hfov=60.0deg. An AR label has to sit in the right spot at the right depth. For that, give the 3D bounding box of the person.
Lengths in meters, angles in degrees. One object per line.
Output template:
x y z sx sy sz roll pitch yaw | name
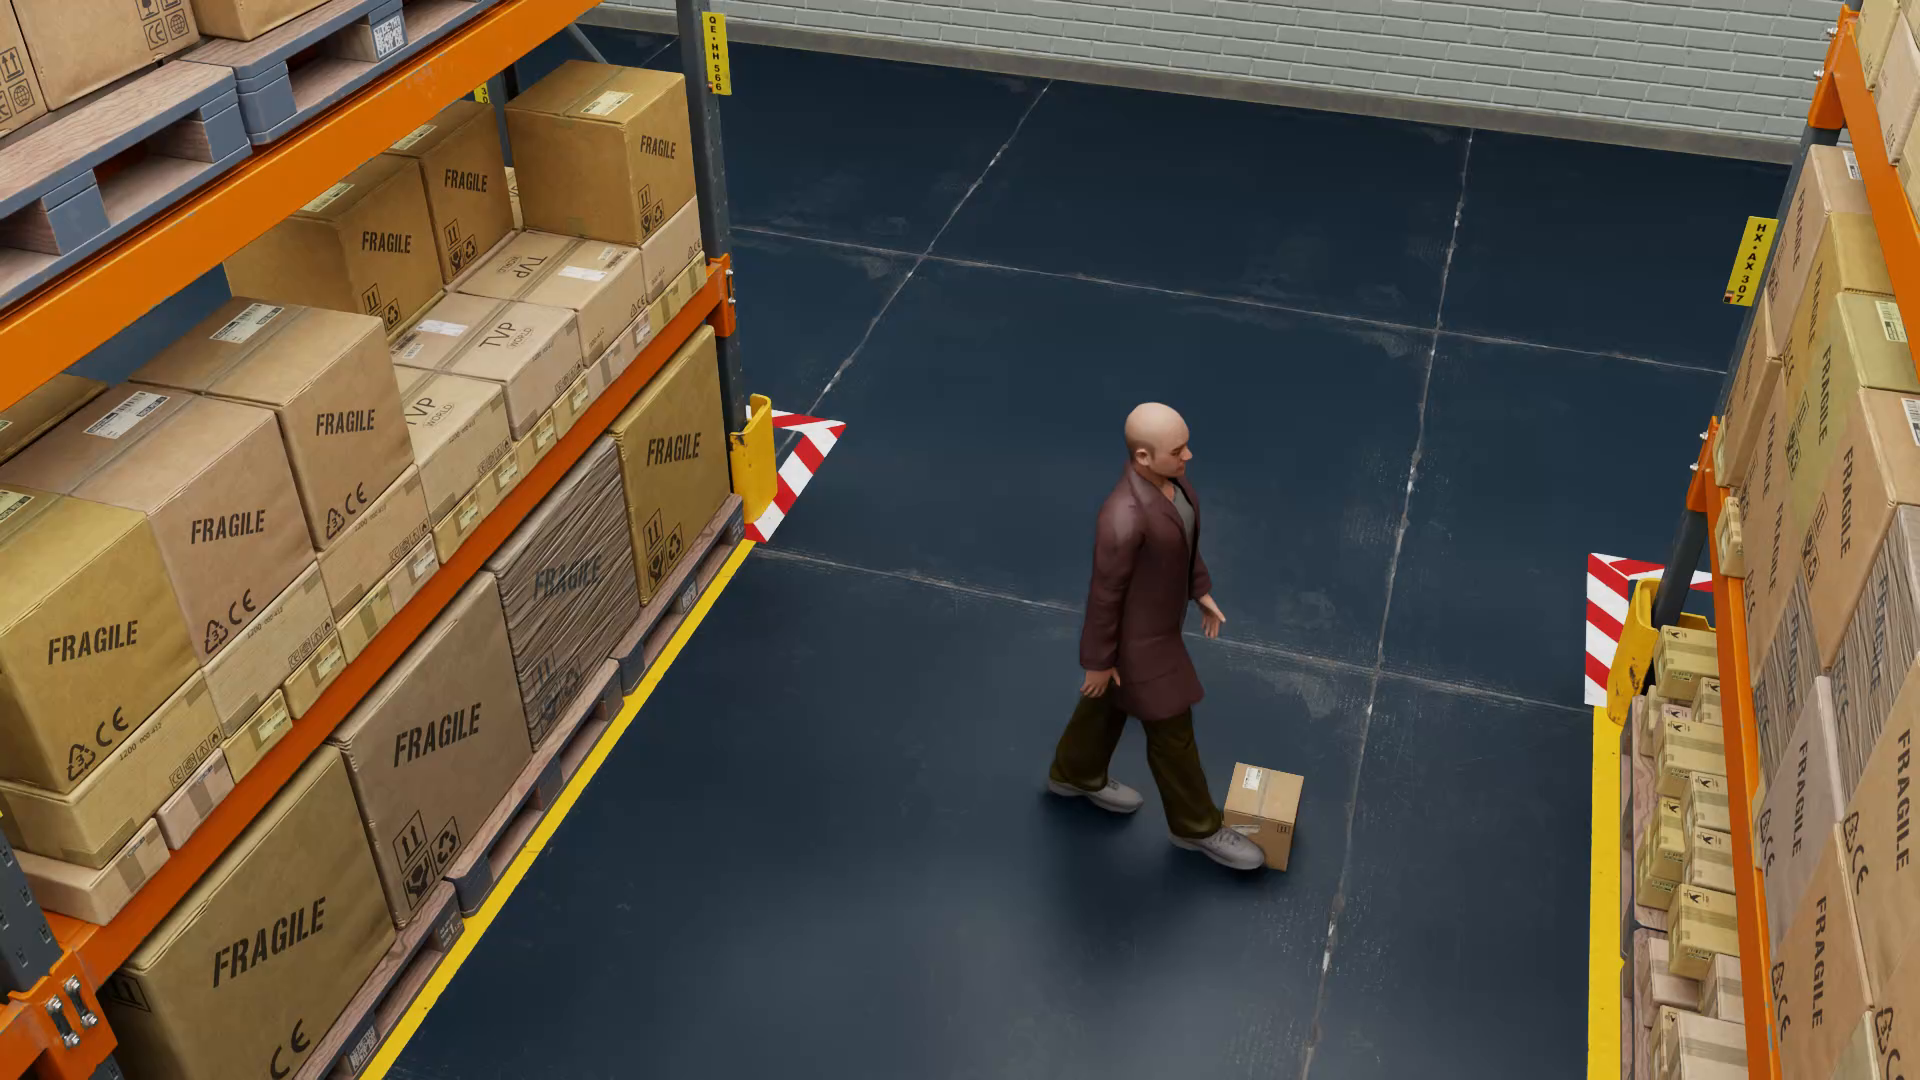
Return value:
0.736 0.317 5.712 0.858 1.765 0.596 10 38 14 | person
